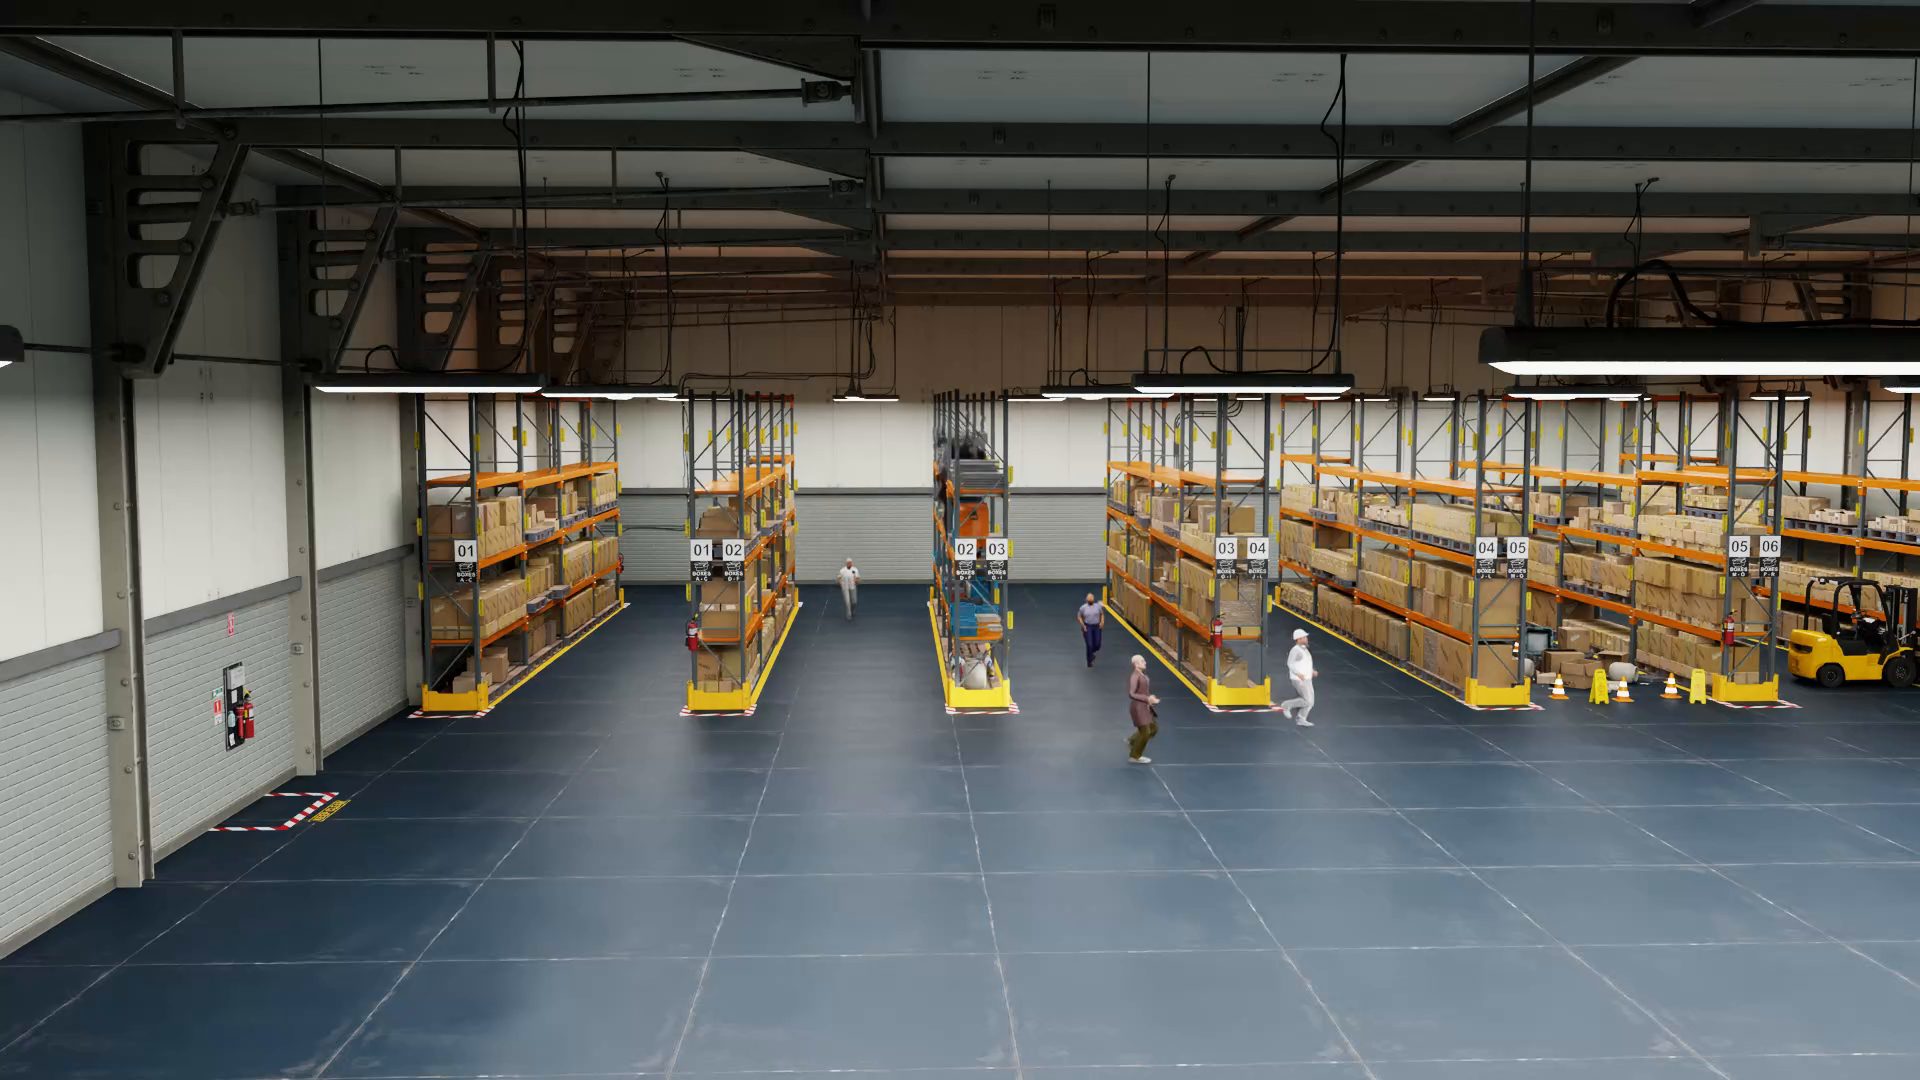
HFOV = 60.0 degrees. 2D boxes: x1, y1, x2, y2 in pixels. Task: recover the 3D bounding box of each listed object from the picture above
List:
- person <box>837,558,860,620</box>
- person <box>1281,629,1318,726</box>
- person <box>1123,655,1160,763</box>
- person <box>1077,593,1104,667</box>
[{"bbox_3d":[-2.961,1.297,44.343,0.602,1.622,0.610,-1,5,-8],"label":"person"},{"bbox_3d":[6.045,2.450,29.630,0.590,1.727,0.670,3,5,30],"label":"person"},{"bbox_3d":[2.906,2.691,26.504,0.653,1.729,0.703,2,5,21],"label":"person"},{"bbox_3d":[2.875,1.961,36.433,0.605,1.616,0.535,-1,5,-6],"label":"person"}]
